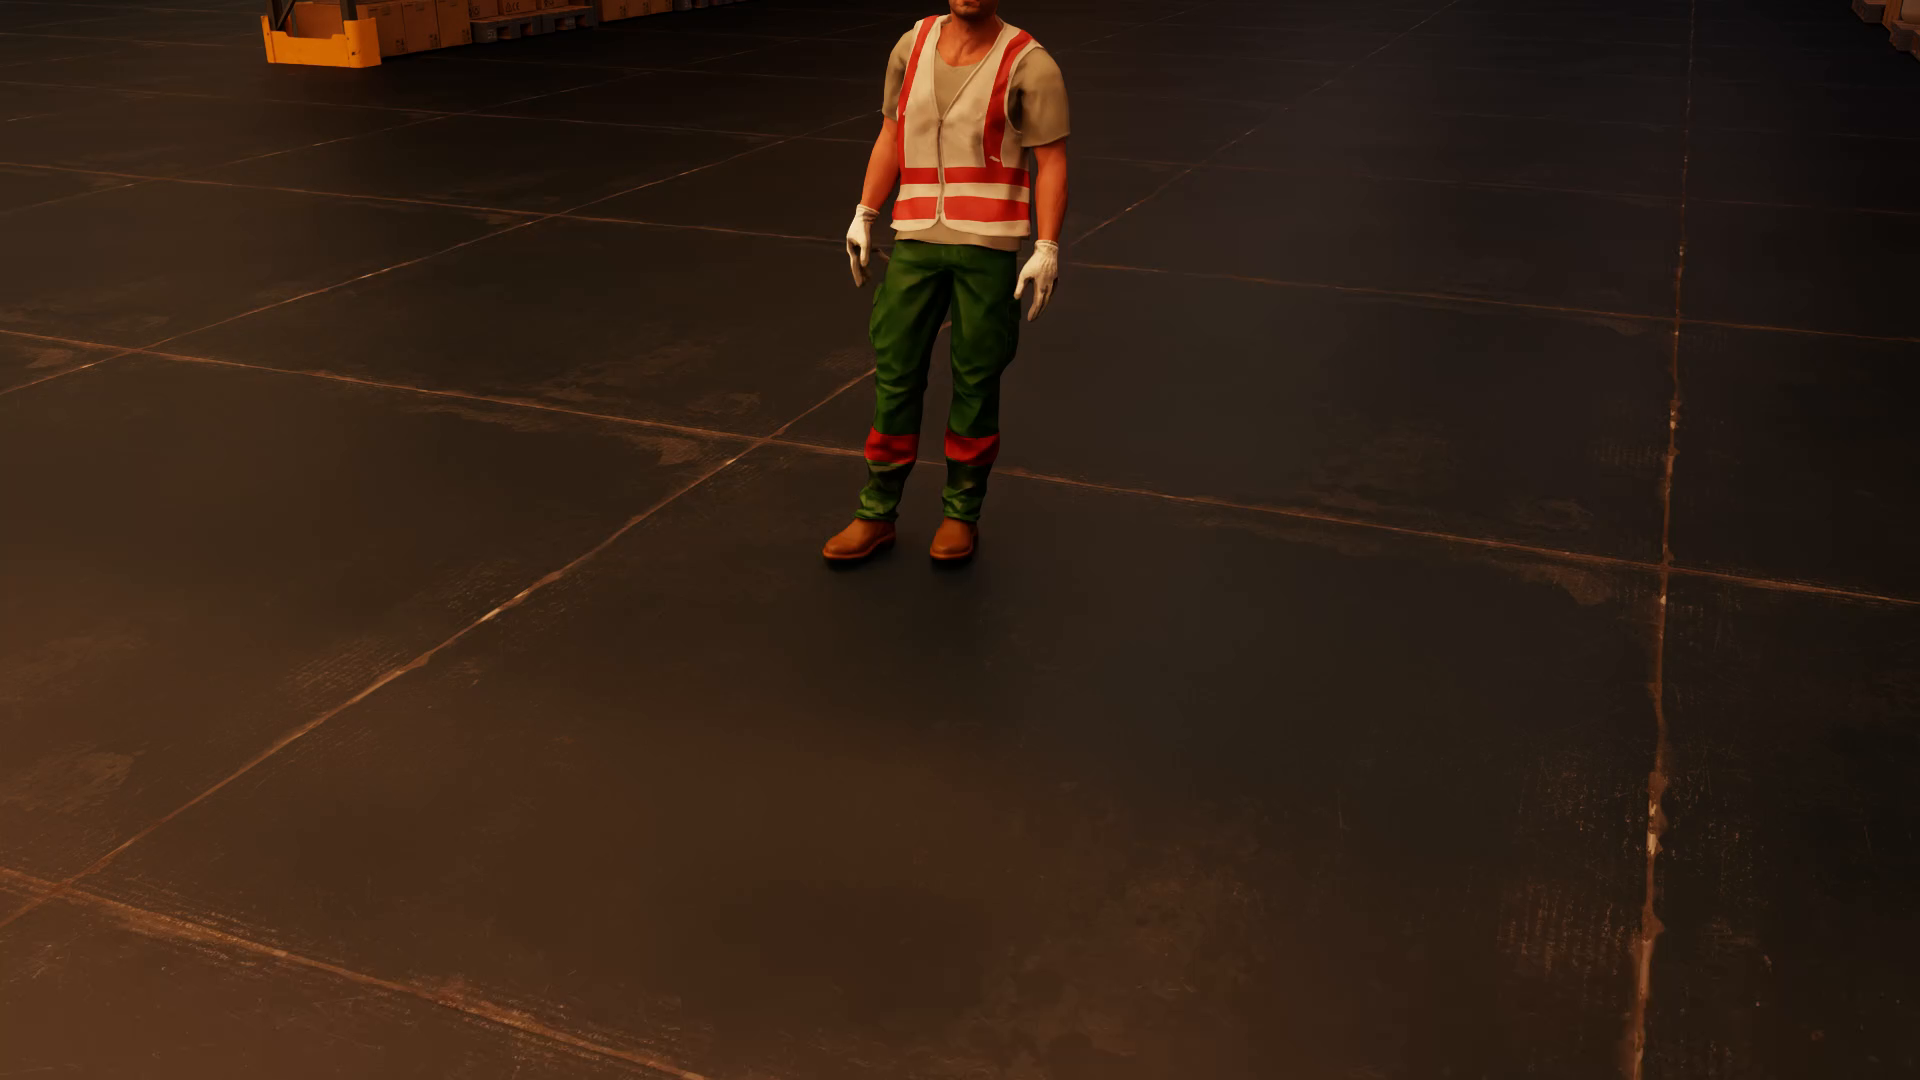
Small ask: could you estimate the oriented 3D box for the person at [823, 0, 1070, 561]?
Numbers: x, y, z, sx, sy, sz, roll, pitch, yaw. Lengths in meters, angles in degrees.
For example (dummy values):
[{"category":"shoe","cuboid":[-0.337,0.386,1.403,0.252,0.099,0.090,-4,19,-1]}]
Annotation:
[{"category":"person","cuboid":[-0.042,-0.803,4.682,0.637,1.782,0.564,9,24,21]}]
